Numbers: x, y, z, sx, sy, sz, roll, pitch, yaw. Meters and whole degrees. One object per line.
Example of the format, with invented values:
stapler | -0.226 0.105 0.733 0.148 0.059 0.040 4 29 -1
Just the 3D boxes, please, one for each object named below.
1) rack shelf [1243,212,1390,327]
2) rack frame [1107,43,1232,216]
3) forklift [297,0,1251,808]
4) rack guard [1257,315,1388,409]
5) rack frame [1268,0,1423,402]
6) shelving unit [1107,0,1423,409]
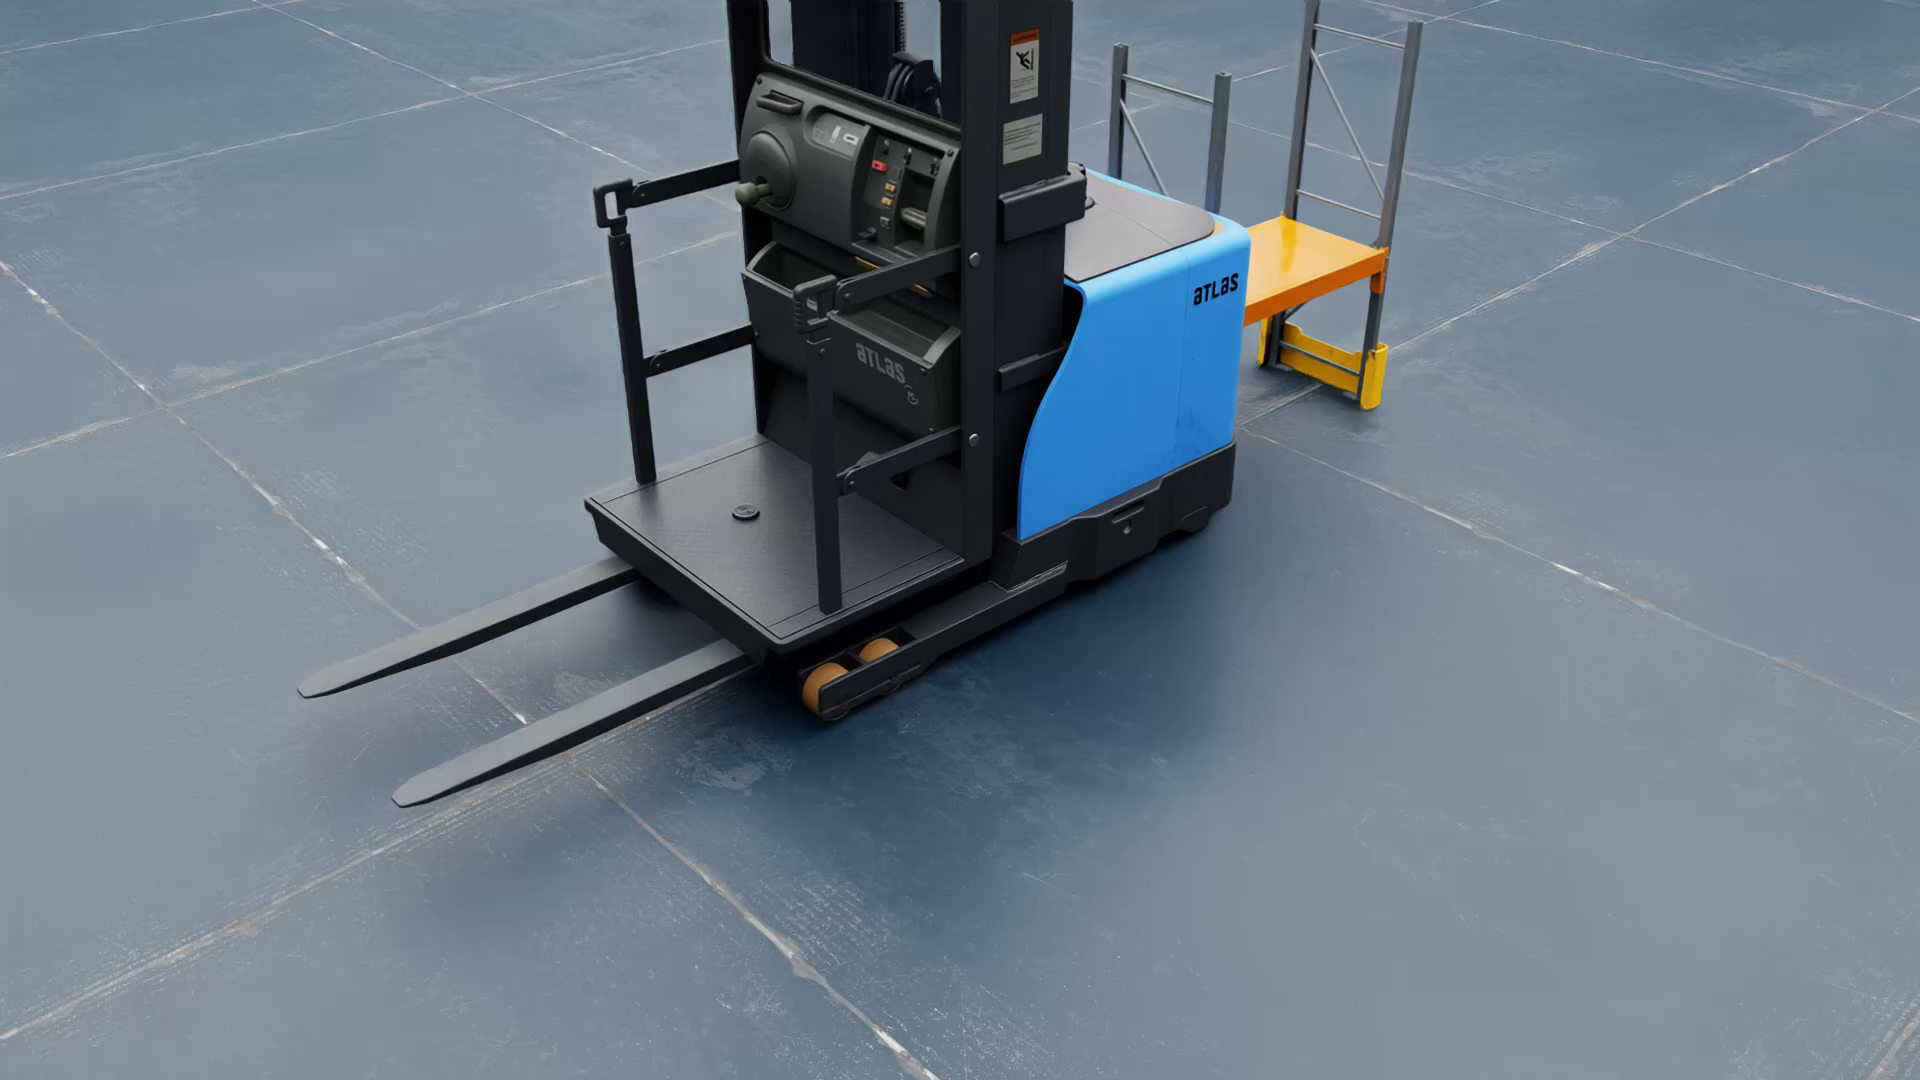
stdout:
rack shelf | 1.077 -0.958 6.224 1.000 0.185 0.538 -24 39 -34
rack frame | 0.692 -0.939 5.847 0.032 1.500 0.500 -24 39 -34
forklift | -0.490 -1.030 4.625 3.031 2.935 1.130 -24 39 -34
rack guard | 1.461 -0.751 6.739 0.087 0.250 0.587 -24 39 -34
rack frame | 1.462 -1.285 6.414 0.032 1.500 0.500 -24 39 -34
shelving unit | 1.084 -1.115 6.136 1.083 1.500 0.587 -24 39 -34
